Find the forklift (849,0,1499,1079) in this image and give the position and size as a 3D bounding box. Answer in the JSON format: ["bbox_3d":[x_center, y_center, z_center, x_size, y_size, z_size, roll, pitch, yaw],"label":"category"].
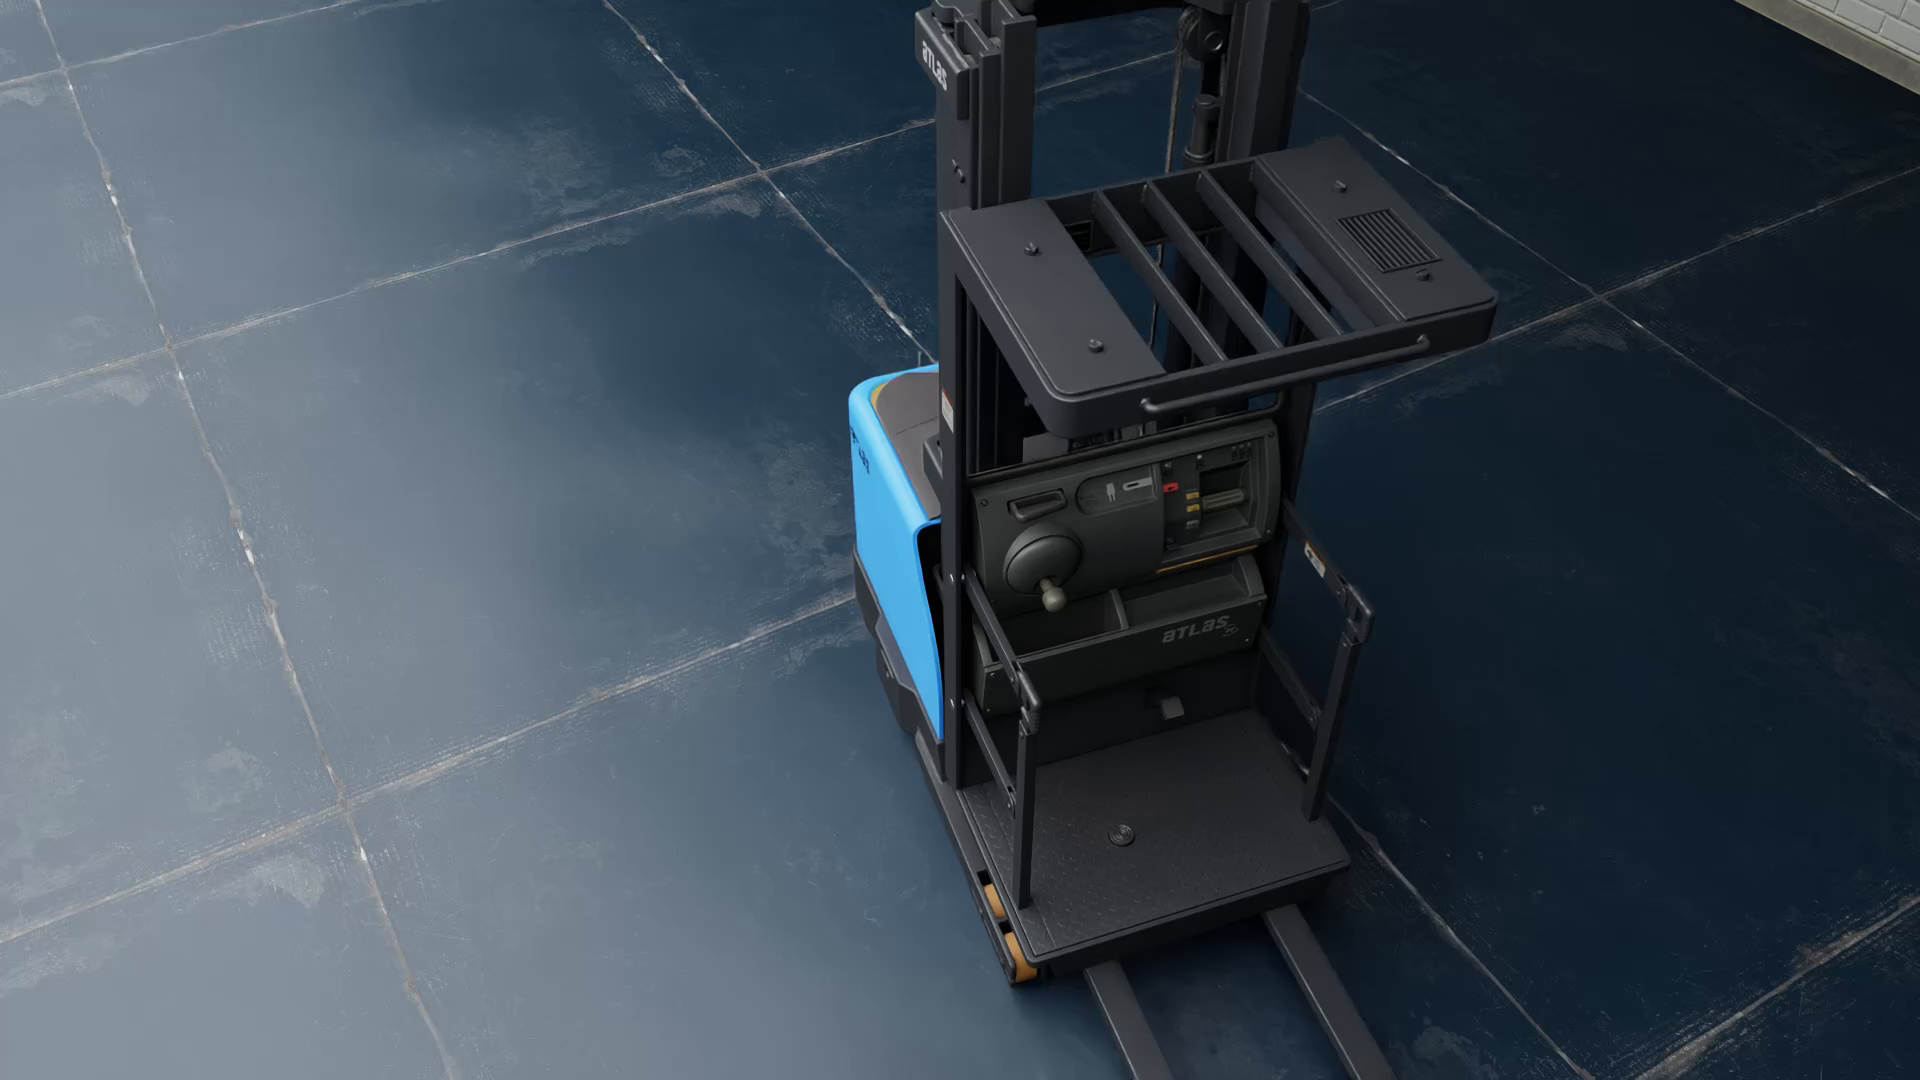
[{"bbox_3d":[0.563,0.026,4.618,1.130,2.935,3.031,-14,46,-14],"label":"forklift"}]

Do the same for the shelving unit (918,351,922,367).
[{"bbox_3d":[-0.009,-0.336,6.450,0.210,0.900,0.258,-19,47,-18],"label":"shelving unit"}]

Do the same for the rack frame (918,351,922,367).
[{"bbox_3d":[-0.100,-0.305,6.418,0.006,0.900,0.240,-19,47,-18],"label":"rack frame"}]
